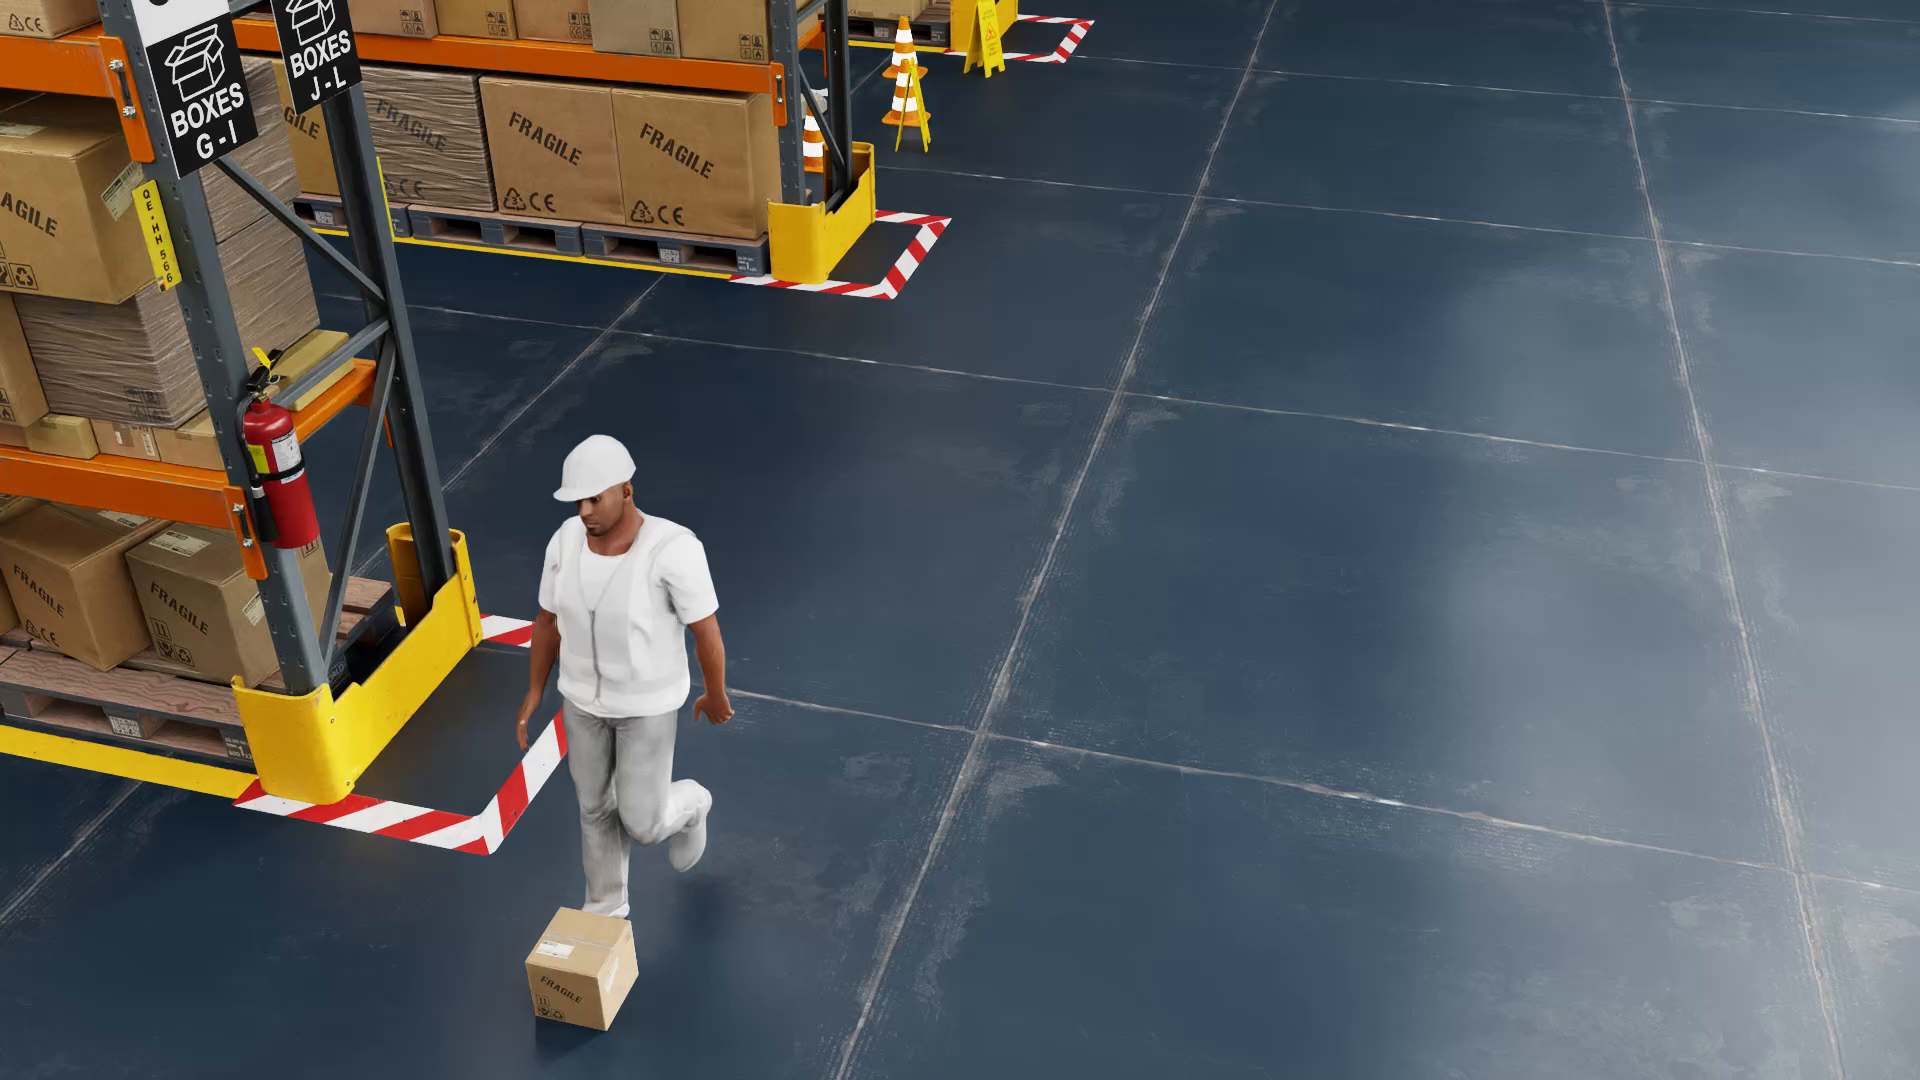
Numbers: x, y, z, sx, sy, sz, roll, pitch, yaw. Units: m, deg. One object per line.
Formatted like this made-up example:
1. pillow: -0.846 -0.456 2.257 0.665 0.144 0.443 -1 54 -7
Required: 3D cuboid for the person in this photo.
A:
1. person: -1.114 0.549 5.279 0.619 1.724 0.756 12 35 18
